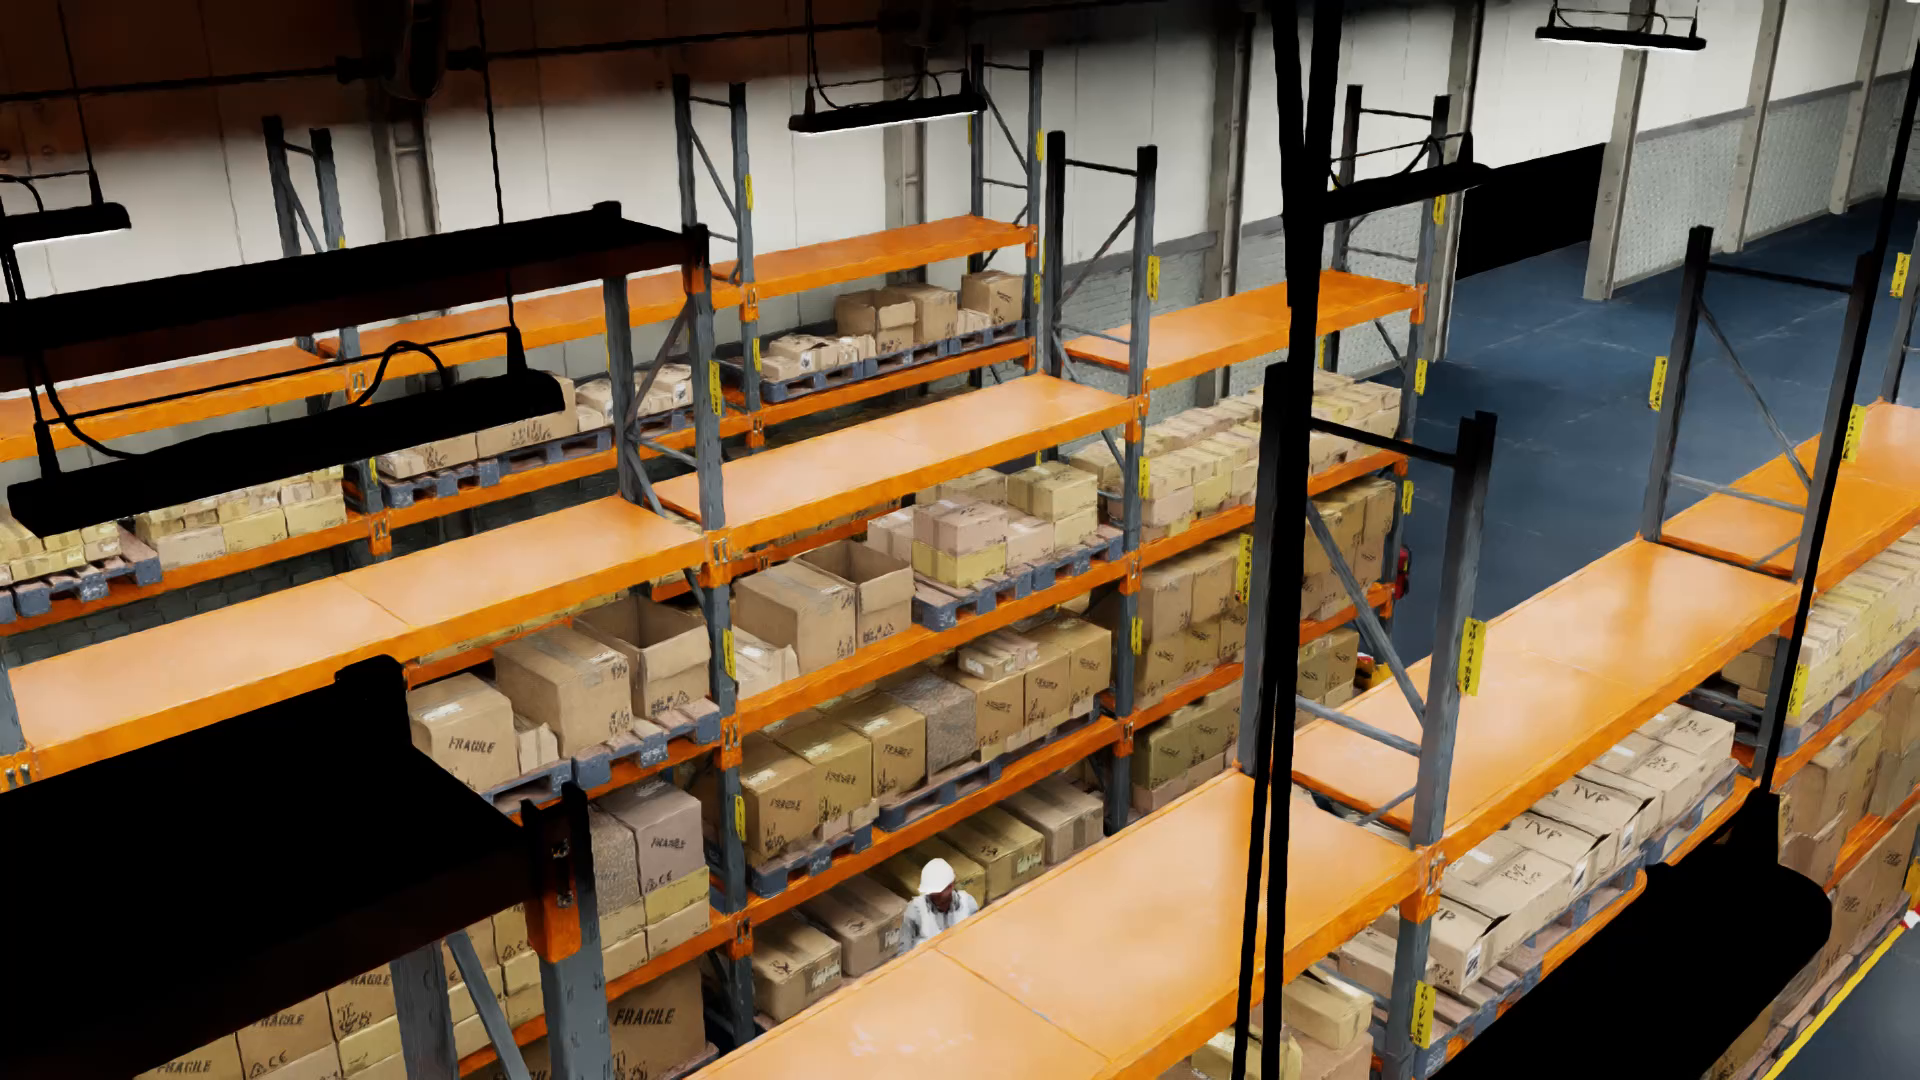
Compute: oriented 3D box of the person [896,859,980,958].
[{"bbox_3d":[-0.133,2.962,11.338,0.641,1.768,0.571,-8,24,-18],"label":"person"}]
